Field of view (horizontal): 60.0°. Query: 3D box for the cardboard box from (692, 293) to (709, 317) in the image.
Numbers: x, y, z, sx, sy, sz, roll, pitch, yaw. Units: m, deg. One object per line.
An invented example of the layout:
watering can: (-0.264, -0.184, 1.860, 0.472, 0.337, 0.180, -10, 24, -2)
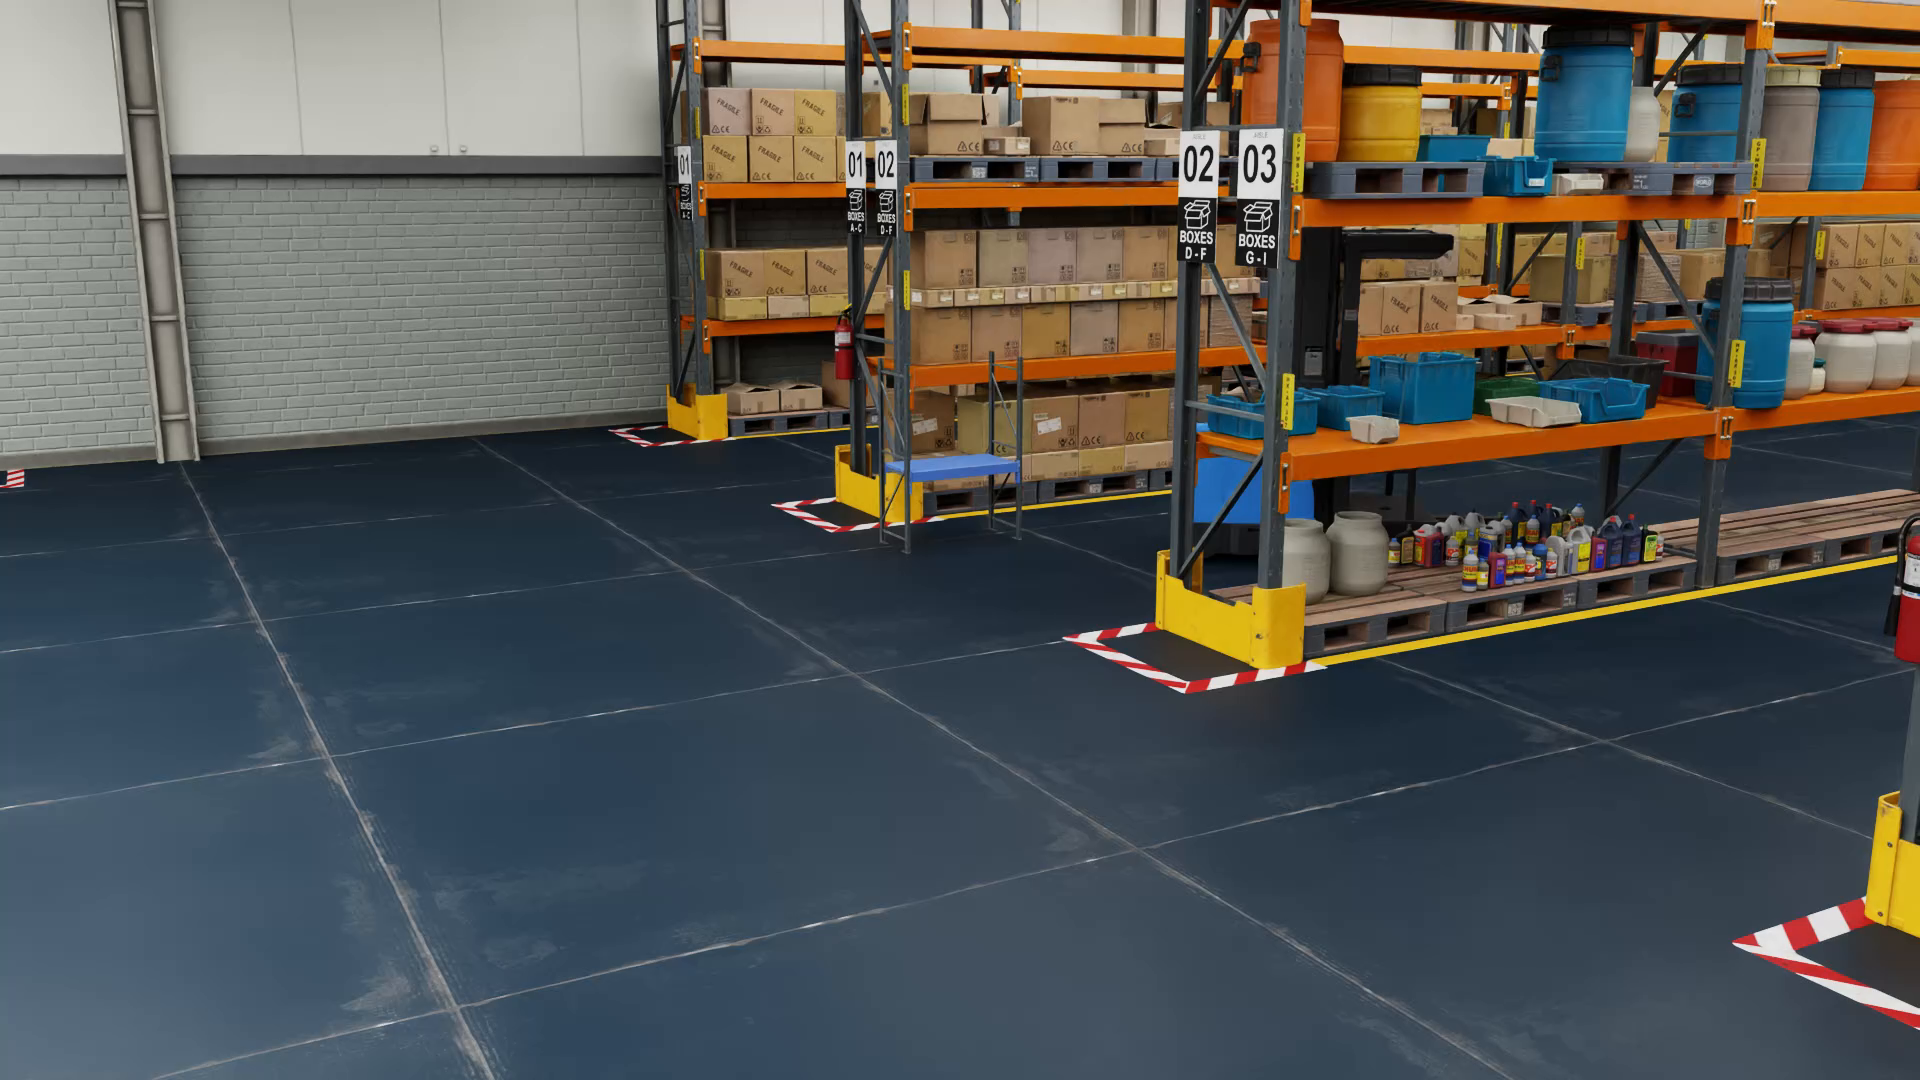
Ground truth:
cardboard box: (-2.766, -2.717, 19.146, 0.500, 0.250, 0.500, -7, 14, -27)

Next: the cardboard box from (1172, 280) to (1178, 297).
cardboard box: (1.992, -2.374, 15.622, 0.250, 0.149, 0.380, -7, 14, -28)

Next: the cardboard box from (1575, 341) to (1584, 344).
cardboard box: (9.049, -3.106, 25.316, 0.500, 0.500, 0.700, -6, 14, -27)

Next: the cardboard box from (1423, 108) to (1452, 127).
cardboard box: (6.614, -5.982, 23.586, 0.500, 0.250, 0.500, -6, 14, -24)

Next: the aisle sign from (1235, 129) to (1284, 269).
aisle sign: (1.741, -1.989, 9.693, 0.004, 0.787, 0.394, -7, 14, -28)

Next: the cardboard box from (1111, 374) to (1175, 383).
cardboard box: (1.812, -1.347, 16.361, 0.500, 0.500, 0.500, -7, 14, -28)

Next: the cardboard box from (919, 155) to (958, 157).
cardboard box: (-0.347, -4.485, 19.601, 0.500, 0.500, 0.500, -8, 15, -33)

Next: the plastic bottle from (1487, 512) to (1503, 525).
plastic bottle: (3.936, -0.061, 12.231, 0.133, 0.283, 0.061, -6, 14, -25)

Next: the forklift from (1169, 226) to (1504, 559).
forklift: (3.202, -1.346, 12.915, 3.031, 2.935, 1.130, 1, 13, 5)

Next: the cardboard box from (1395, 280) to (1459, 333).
cardboard box: (4.850, -2.450, 17.437, 0.500, 0.500, 0.500, -8, 15, -31)

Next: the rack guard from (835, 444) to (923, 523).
rack guard: (-0.728, -0.517, 14.770, 0.348, 0.500, 1.175, -7, 14, -28)

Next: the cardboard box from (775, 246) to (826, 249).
cardboard box: (-1.873, -3.193, 19.553, 0.500, 0.500, 0.500, -7, 15, -29)

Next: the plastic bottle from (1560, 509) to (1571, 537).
plastic bottle: (4.465, -0.086, 12.344, 0.133, 0.283, 0.061, -7, 14, -28)

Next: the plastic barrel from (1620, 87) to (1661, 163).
plastic barrel: (4.702, -2.921, 11.712, 0.421, 0.512, 0.421, 0, 13, 0)

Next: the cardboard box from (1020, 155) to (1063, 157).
cardboard box: (0.946, -4.874, 20.417, 0.500, 0.500, 0.500, -5, 13, -20)

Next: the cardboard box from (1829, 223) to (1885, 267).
cardboard box: (10.827, -3.588, 20.216, 0.500, 0.500, 0.500, -7, 15, -30)

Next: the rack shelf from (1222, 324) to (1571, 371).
rack shelf: (4.560, -2.020, 17.390, 4.000, 0.370, 1.077, -7, 14, -28)

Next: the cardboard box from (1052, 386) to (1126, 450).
cardboard box: (1.188, -1.140, 15.439, 0.500, 0.500, 0.500, -7, 14, -28)

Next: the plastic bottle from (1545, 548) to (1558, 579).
plastic bottle: (4.060, 0.157, 11.452, 0.097, 0.201, 0.097, 0, 13, 0)

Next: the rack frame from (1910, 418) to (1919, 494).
rack frame: (8.685, -1.626, 14.003, 0.127, 3.000, 1.000, -7, 14, -28)

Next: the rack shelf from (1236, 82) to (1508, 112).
rack shelf: (5.694, -6.126, 22.886, 4.000, 0.370, 1.077, -7, 14, -28)

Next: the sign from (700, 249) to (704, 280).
sign: (-2.823, -3.012, 18.187, 0.005, 0.325, 0.100, -7, 14, -28)

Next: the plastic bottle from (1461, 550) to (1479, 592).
plastic bottle: (3.404, 0.201, 11.095, 0.097, 0.271, 0.097, 0, 13, 0)

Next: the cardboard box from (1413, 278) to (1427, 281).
cardboard box: (6.379, -3.652, 23.529, 0.250, 0.149, 0.380, -7, 14, -28)

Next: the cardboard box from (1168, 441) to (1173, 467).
cardboard box: (2.058, -0.882, 16.003, 0.500, 0.250, 0.500, -7, 14, -28)

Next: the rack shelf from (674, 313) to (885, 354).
rack shelf: (-1.328, -2.553, 19.761, 4.000, 0.370, 1.077, -7, 14, -28)

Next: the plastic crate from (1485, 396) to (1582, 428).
plastic crate: (3.870, -0.857, 11.186, 0.437, 0.136, 0.530, -7, 14, -28)

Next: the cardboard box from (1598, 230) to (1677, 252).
cardboard box: (10.517, -4.468, 25.946, 0.700, 0.700, 0.980, -6, 14, -25)

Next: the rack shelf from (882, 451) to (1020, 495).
rack shelf: (-0.075, -0.547, 13.444, 1.000, 0.185, 0.538, -7, 14, -28)

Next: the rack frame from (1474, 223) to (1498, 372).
rack frame: (7.449, -3.956, 24.356, 0.127, 3.000, 1.000, -7, 14, -28)

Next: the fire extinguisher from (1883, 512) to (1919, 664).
fire extinguisher: (3.715, 0.131, 6.371, 0.183, 0.674, 0.296, -7, 14, -28)

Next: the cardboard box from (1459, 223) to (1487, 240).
cardboard box: (7.162, -4.427, 23.791, 0.500, 0.250, 0.500, -6, 14, -26)

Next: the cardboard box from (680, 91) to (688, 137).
cardboard box: (-2.830, -4.799, 18.720, 0.500, 0.500, 0.500, -6, 14, -25)

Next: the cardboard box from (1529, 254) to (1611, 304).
cardboard box: (6.814, -2.923, 18.580, 0.700, 0.500, 0.500, 11, 17, 41)

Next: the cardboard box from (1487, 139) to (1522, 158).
cardboard box: (5.493, -4.059, 17.366, 0.500, 0.250, 0.500, -6, 14, -26)

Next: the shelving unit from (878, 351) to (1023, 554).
shelving unit: (-0.075, -0.723, 13.405, 1.048, 1.500, 0.538, -7, 14, -28)

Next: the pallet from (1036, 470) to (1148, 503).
pallet: (1.014, -0.595, 15.772, 1.213, 0.211, 1.003, -7, 14, -28)

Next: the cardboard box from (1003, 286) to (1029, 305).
cardboard box: (0.414, -2.185, 14.781, 0.250, 0.149, 0.380, -7, 14, -29)

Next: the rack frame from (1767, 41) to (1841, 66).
rack frame: (9.826, -5.929, 19.457, 0.127, 3.000, 1.000, -7, 14, -28)

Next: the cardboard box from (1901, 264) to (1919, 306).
cardboard box: (11.738, -3.212, 20.823, 0.500, 0.500, 0.500, -7, 14, -29)

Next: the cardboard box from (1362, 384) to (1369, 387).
cardboard box: (4.358, -1.555, 17.717, 0.500, 0.311, 0.500, -7, 14, -29)

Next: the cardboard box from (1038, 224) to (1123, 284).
cardboard box: (1.096, -2.636, 15.306, 0.500, 0.500, 0.700, -7, 14, -28)

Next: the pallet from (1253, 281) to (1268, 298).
pallet: (3.364, -3.346, 22.083, 1.003, 0.211, 1.213, -7, 14, -28)

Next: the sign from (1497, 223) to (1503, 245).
sign: (7.718, -4.379, 23.778, 0.005, 0.325, 0.100, -7, 14, -28)

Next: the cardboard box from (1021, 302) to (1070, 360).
cardboard box: (0.606, -1.942, 15.180, 0.500, 0.500, 0.700, -7, 14, -27)

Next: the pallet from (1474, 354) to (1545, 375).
pallet: (8.154, -2.661, 24.951, 1.213, 0.211, 1.003, -7, 14, -28)

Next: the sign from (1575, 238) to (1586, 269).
sign: (6.584, -3.039, 17.645, 0.005, 0.325, 0.100, -7, 14, -28)

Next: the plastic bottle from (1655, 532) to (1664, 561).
plastic bottle: (5.005, 0.043, 11.955, 0.097, 0.201, 0.097, 0, 13, 0)

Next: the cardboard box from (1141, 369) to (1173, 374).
cardboard box: (2.401, -2.355, 21.934, 0.500, 0.500, 0.700, -7, 14, -28)

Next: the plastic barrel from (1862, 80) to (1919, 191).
plastic barrel: (7.286, -3.186, 13.123, 0.708, 0.830, 0.600, -7, 14, -28)

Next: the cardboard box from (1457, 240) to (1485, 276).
cardboard box: (7.165, -4.063, 23.879, 0.500, 0.500, 0.500, -7, 15, -29)

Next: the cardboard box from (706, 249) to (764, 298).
cardboard box: (-2.520, -2.988, 18.644, 0.500, 0.500, 0.500, -7, 14, -28)

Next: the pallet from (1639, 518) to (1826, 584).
pallet: (5.845, 0.065, 12.839, 1.213, 0.211, 1.003, -7, 14, -28)

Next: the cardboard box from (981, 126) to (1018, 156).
cardboard box: (0.178, -3.575, 14.896, 0.500, 0.250, 0.500, -7, 14, -28)

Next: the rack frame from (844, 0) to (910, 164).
rack frame: (-0.707, -4.666, 13.848, 0.127, 3.000, 1.000, -7, 14, -28)

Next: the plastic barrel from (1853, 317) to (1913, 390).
plastic barrel: (7.143, -1.453, 12.923, 0.433, 0.535, 0.433, 0, 13, 0)
